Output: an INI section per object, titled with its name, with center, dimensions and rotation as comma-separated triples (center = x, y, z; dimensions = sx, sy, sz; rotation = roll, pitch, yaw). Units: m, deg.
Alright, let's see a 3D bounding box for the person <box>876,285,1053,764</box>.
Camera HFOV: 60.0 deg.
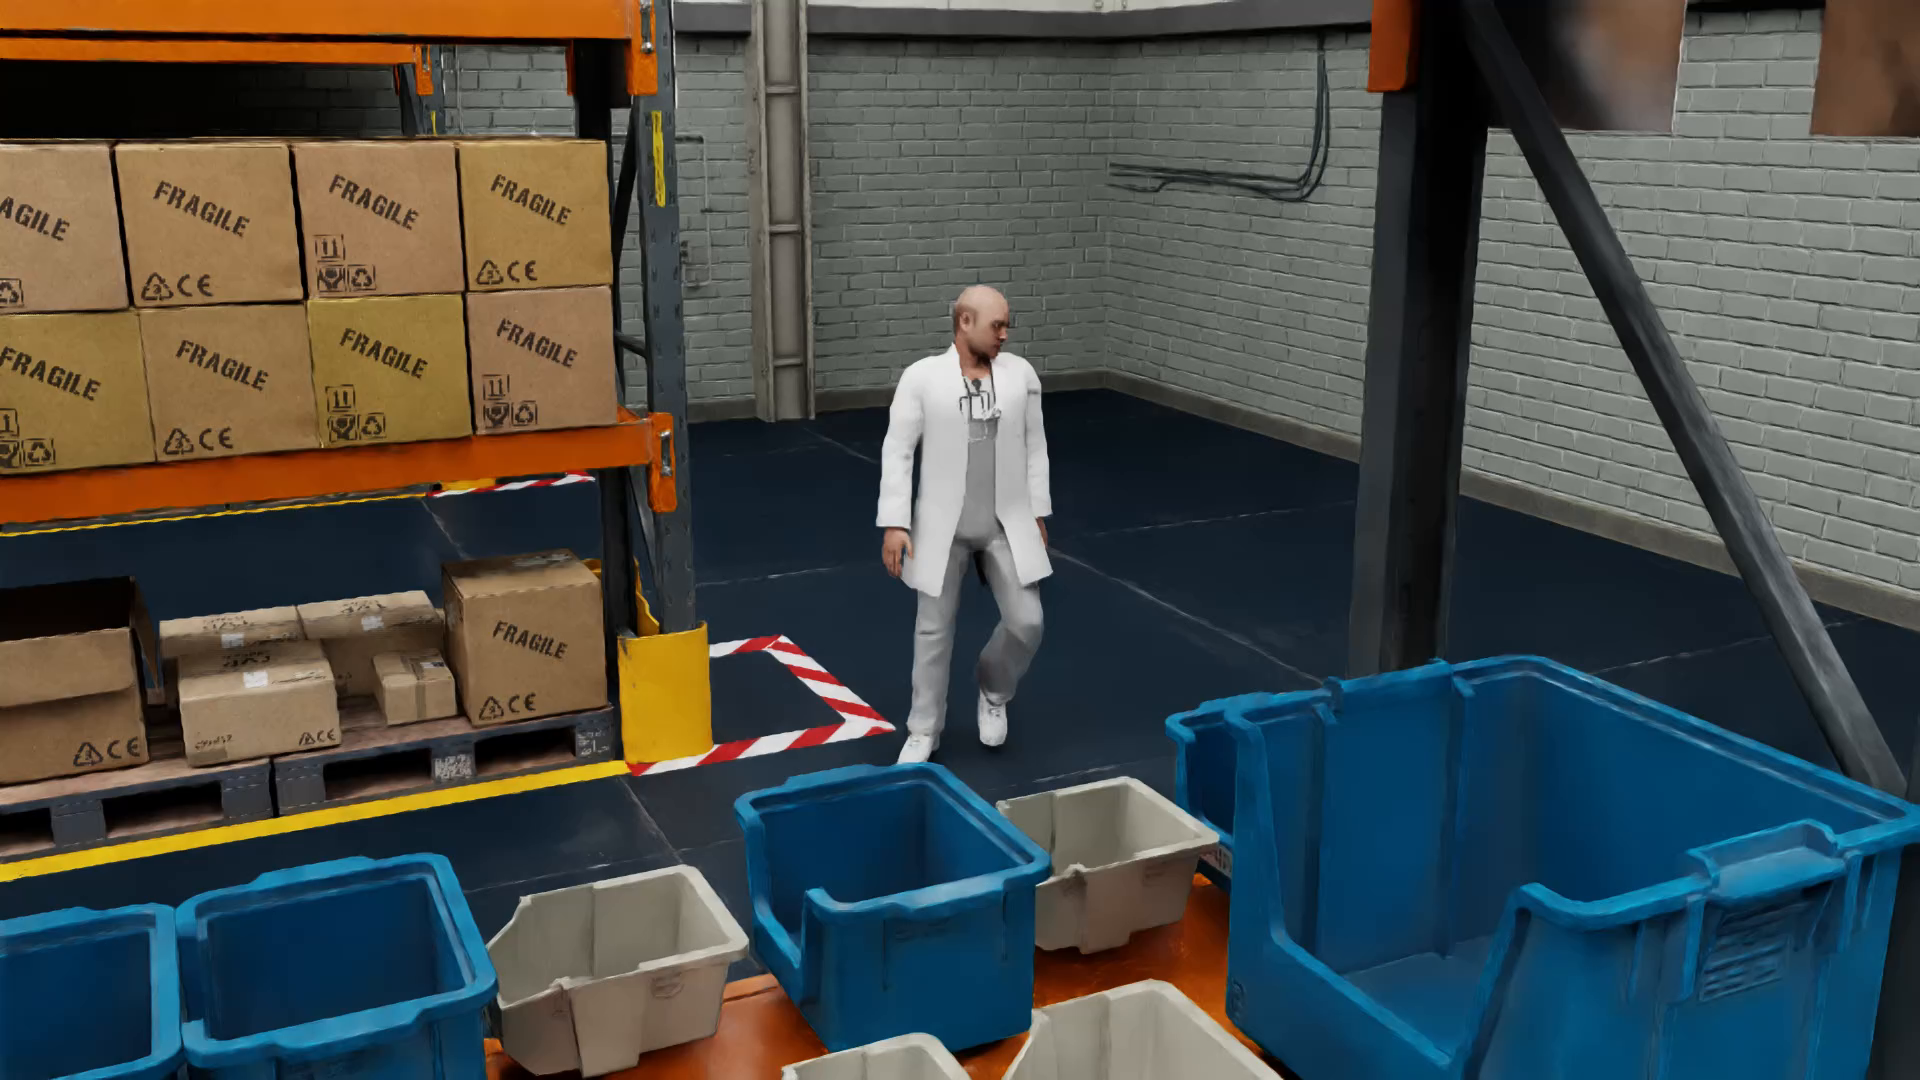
[person]
center = 0.012, -0.056, 6.183
dimensions = 0.669, 1.778, 0.533
rotation = -2, 15, -8
